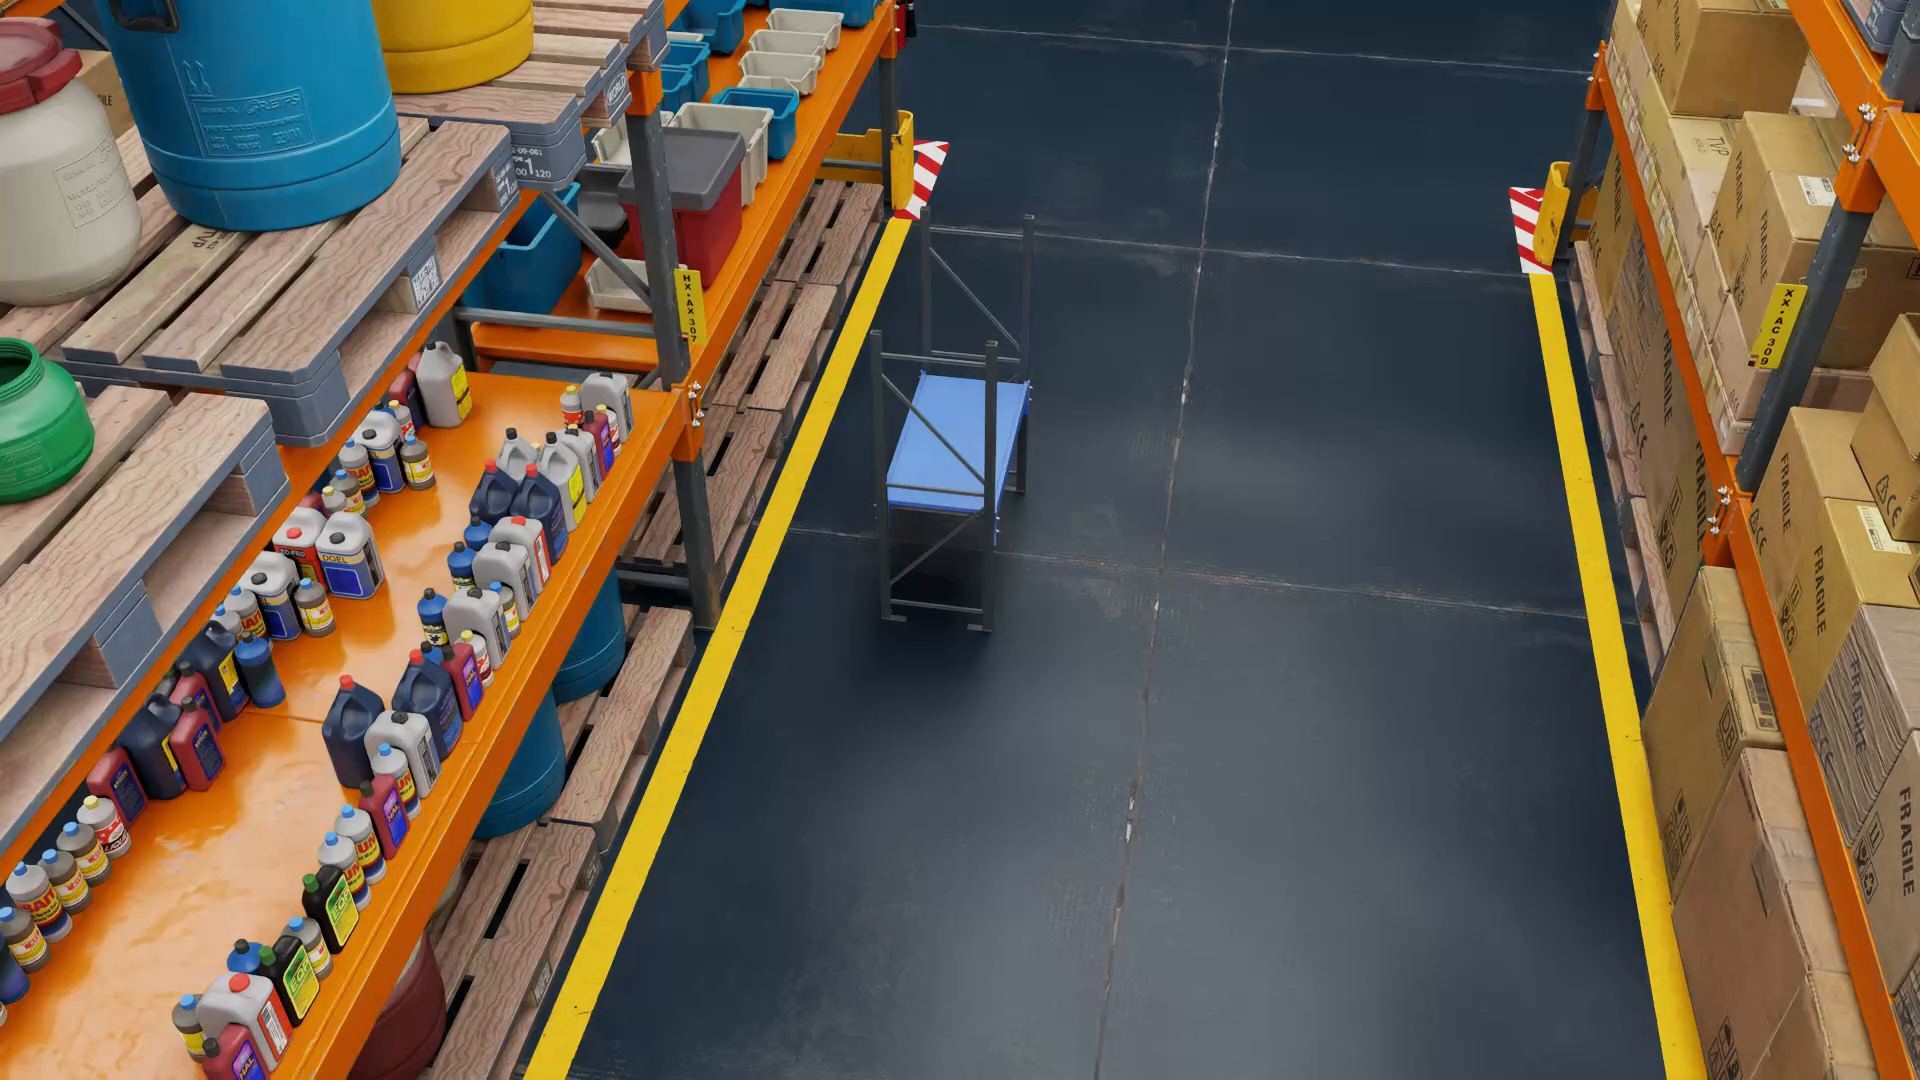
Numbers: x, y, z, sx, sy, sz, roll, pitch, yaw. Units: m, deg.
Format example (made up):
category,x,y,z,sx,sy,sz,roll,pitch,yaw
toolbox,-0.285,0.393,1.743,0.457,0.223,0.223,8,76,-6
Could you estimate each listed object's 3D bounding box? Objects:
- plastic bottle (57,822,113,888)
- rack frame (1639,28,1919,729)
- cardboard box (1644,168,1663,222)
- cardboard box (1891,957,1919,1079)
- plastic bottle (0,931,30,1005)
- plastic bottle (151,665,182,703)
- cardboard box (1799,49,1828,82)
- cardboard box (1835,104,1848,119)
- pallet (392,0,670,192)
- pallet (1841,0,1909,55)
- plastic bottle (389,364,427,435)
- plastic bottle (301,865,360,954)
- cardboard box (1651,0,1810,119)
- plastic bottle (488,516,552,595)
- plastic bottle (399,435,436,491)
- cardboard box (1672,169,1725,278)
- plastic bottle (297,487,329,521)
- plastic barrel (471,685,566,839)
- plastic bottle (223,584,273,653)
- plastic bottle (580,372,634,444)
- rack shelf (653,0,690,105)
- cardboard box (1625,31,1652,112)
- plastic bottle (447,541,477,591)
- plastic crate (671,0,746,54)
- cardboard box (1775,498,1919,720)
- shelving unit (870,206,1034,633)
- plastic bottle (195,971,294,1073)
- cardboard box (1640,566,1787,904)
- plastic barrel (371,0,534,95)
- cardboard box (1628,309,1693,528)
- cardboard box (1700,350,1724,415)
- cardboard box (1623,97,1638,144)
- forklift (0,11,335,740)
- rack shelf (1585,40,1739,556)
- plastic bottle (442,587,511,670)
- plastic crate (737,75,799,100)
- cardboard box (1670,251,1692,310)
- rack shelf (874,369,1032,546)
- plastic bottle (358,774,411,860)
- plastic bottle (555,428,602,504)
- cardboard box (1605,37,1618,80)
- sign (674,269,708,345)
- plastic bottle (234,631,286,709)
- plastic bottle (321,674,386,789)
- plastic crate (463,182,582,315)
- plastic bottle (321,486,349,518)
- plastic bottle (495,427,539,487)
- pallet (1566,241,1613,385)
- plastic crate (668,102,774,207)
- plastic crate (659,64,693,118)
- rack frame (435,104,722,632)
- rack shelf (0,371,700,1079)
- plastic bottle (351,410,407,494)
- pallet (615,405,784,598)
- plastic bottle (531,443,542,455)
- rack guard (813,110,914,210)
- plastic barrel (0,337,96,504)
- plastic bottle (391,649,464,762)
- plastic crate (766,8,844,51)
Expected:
category,x,y,z,sx,sy,sz,roll,pitch,yaw
plastic bottle,-2.432,0.861,4.607,0.097,0.201,0.097,0,40,0
rack frame,3.310,-0.297,5.852,1.000,3.000,0.127,6,40,8
cardboard box,3.351,-1.559,7.575,0.380,0.149,0.250,5,40,7
cardboard box,2.638,1.199,3.964,0.500,0.500,0.500,5,40,6
plastic bottle,-2.499,1.078,4.289,0.097,0.271,0.097,0,40,0
plastic bottle,-2.358,0.494,4.987,0.061,0.283,0.133,6,40,8
cardboard box,4.091,-2.213,8.053,0.500,0.250,0.500,6,40,7
cardboard box,3.823,-1.551,6.664,0.500,0.500,0.500,5,40,6
pallet,-1.608,-1.424,5.009,1.213,0.211,1.003,6,40,8
pallet,3.462,-1.931,5.544,1.003,0.211,1.213,6,40,8
plastic bottle,-2.075,-0.531,6.227,0.061,0.283,0.133,6,40,8
plastic bottle,-1.679,0.962,4.421,0.061,0.283,0.133,6,40,8
cardboard box,3.483,-2.242,7.500,0.500,0.500,0.500,5,40,6
plastic bottle,-1.469,0.033,5.550,0.152,0.276,0.135,6,40,8
plastic bottle,-1.961,-0.286,5.995,0.097,0.201,0.097,0,40,0
cardboard box,3.303,-1.305,6.956,0.500,0.250,0.500,7,40,9
plastic bottle,-2.206,-0.058,5.654,0.061,0.283,0.133,6,40,8
plastic barrel,-1.802,0.588,6.099,0.600,0.901,0.708,6,40,8
plastic bottle,-2.271,0.251,5.290,0.097,0.271,0.097,0,40,0
plastic bottle,-1.318,-0.512,6.210,0.152,0.276,0.135,6,40,8
rack shelf,-1.222,-2.977,7.304,1.077,0.370,4.000,6,40,8
cardboard box,3.570,-2.266,8.118,0.500,0.250,0.500,6,40,7
plastic bottle,-1.618,0.118,5.452,0.097,0.271,0.097,0,40,0
plastic crate,-1.357,-2.780,8.940,0.416,0.233,0.300,6,40,8
cardboard box,2.898,0.241,5.123,0.500,0.500,0.500,6,40,8
shelving unit,-0.015,-0.524,7.304,0.538,1.500,1.048,6,40,8
plastic bottle,-1.787,1.189,4.152,0.152,0.276,0.135,6,40,8
cardboard box,3.219,0.764,5.907,1.225,0.875,0.875,7,40,8
plastic barrel,-1.526,-1.638,4.643,0.600,0.588,0.600,0,40,0
cardboard box,3.659,-0.610,7.569,0.875,0.875,0.875,6,40,8
cardboard box,3.084,-0.590,6.403,0.380,0.149,0.250,7,40,9
cardboard box,3.485,-2.038,8.155,0.380,0.149,0.250,6,40,7
forklift,-3.944,-0.450,6.091,1.130,2.935,3.031,15,42,18
rack shelf,3.656,-1.275,7.599,1.077,0.370,4.000,6,40,8
plastic bottle,-1.532,0.263,5.272,0.152,0.276,0.135,6,40,8
plastic crate,-0.960,-2.198,8.311,0.298,0.136,0.250,6,40,8
cardboard box,3.218,-1.074,6.989,0.380,0.149,0.250,7,40,9
rack shelf,-0.015,-0.386,7.419,0.538,0.185,1.000,6,40,8
plastic bottle,-1.622,0.756,4.670,0.061,0.283,0.133,6,40,8
plastic bottle,-1.381,-0.283,5.933,0.152,0.276,0.135,6,40,8
cardboard box,3.616,-2.524,8.743,0.380,0.149,0.250,7,40,8
sign,-1.027,-0.888,6.350,0.100,0.325,0.005,6,40,8
plastic bottle,-2.163,0.389,5.123,0.097,0.271,0.097,0,40,0
plastic bottle,-1.769,0.548,4.869,0.144,0.351,0.185,6,40,8
plastic crate,-1.824,-1.191,6.898,0.392,0.384,0.575,6,40,8
plastic bottle,-2.168,-0.097,5.765,0.097,0.201,0.097,0,40,0
plastic bottle,-1.547,-0.227,5.806,0.144,0.351,0.185,6,40,8
pallet,3.941,-1.222,9.160,1.003,0.211,1.213,6,40,8
plastic crate,-1.123,-1.759,7.666,0.437,0.282,0.530,6,40,8
plastic crate,-1.523,-2.179,8.212,0.416,0.233,0.300,6,40,8
rack frame,-1.568,-0.843,6.513,1.000,3.000,0.127,6,40,8
rack shelf,-1.914,0.689,5.224,1.077,0.370,4.000,6,40,8
plastic bottle,-2.087,-0.317,5.974,0.152,0.276,0.135,6,40,8
pallet,-1.479,-0.234,7.964,1.003,0.211,1.213,6,40,8
plastic bottle,-1.508,-0.256,5.959,0.097,0.201,0.097,0,40,0
rack guard,-0.885,-2.407,10.365,1.175,0.500,0.348,6,40,8
plastic barrel,-1.851,-0.231,3.210,0.294,0.245,0.294,0,40,0
plastic bottle,-1.596,0.480,4.951,0.144,0.351,0.185,6,40,8
plastic crate,-0.839,-2.743,8.971,0.396,0.136,0.243,6,40,8
